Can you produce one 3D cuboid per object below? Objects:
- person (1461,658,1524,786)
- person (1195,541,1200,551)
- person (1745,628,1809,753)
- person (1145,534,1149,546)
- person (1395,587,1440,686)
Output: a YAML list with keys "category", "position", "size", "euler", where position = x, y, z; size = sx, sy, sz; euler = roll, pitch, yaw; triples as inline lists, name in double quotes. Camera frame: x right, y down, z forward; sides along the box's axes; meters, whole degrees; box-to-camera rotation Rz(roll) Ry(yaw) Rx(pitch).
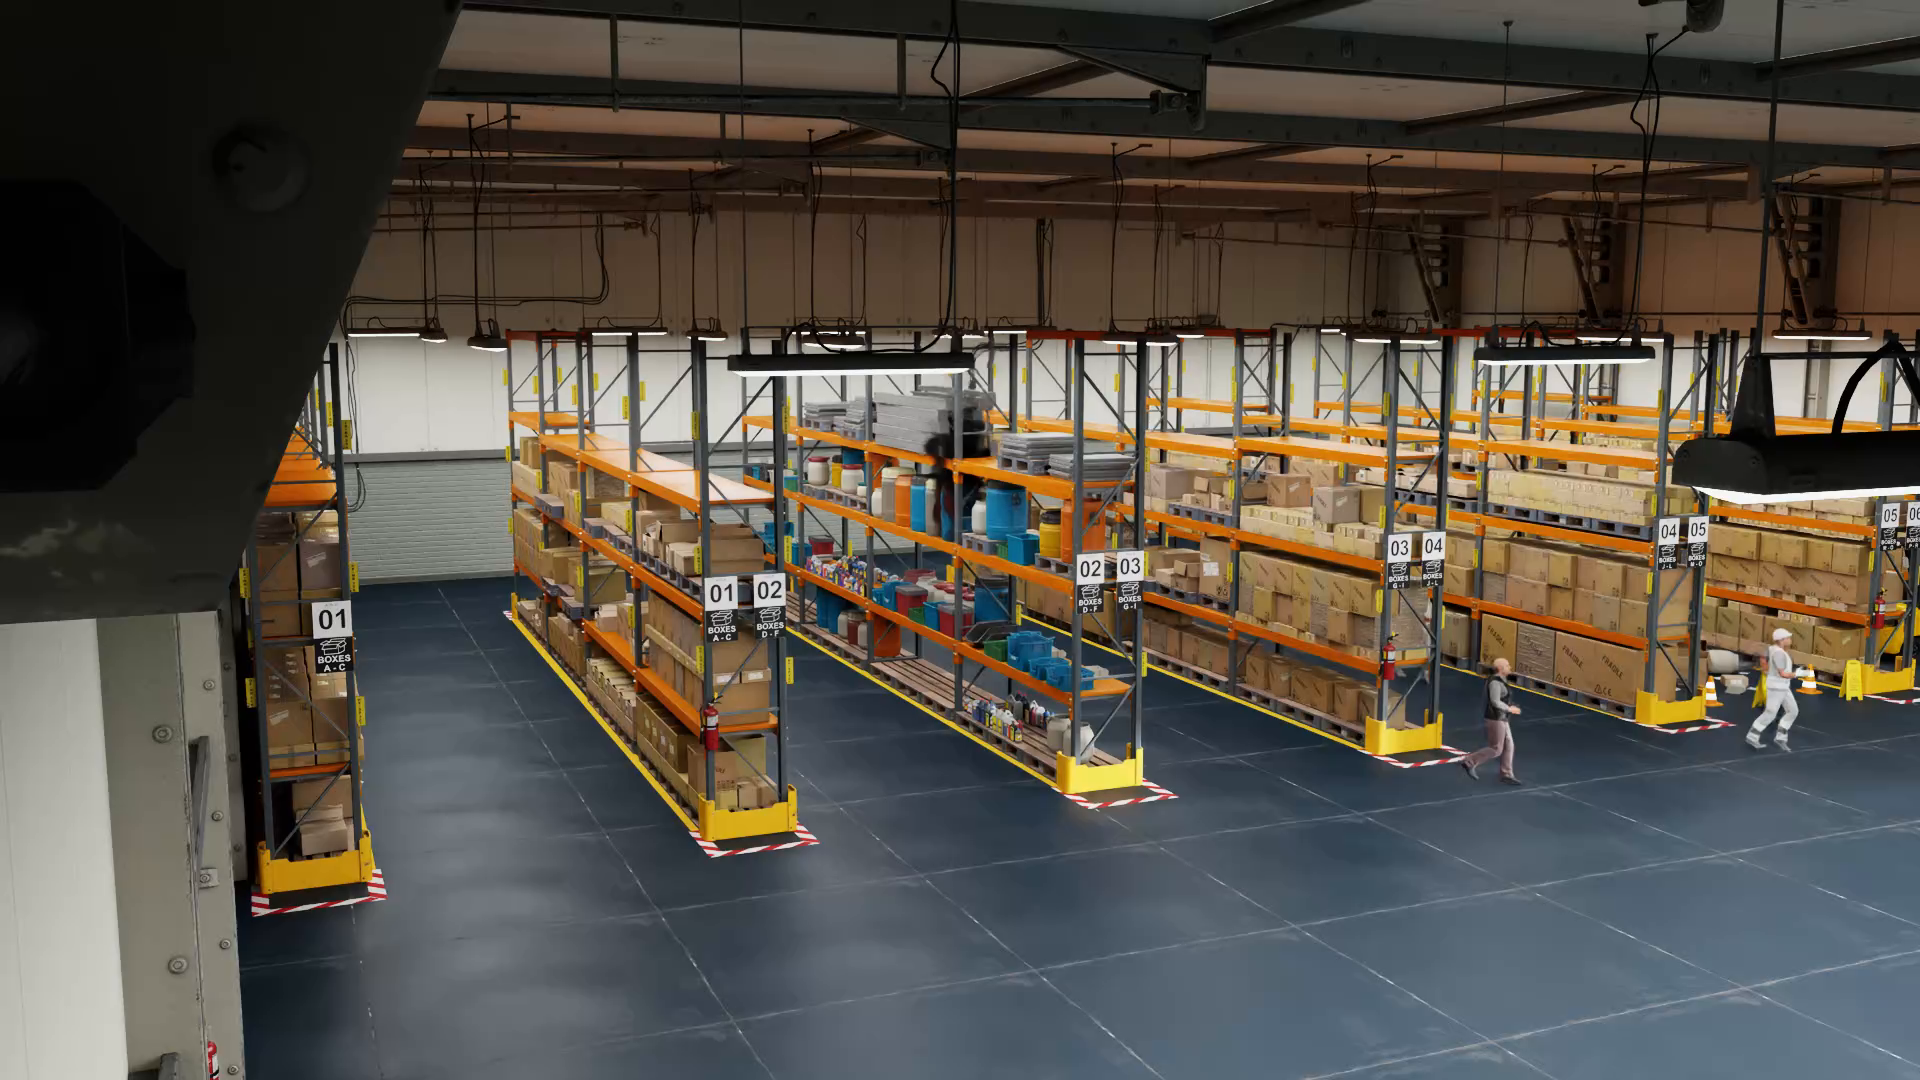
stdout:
- category: "person"
  position: [7.219, 2.443, 22.443]
  size: [0.822, 1.731, 0.683]
  euler: [3, 8, 19]
- category: "person"
  position: [5.998, -0.117, 41.494]
  size: [0.595, 1.686, 0.807]
  euler: [-5, 9, -33]
- category: "person"
  position: [11.819, 2.188, 24.023]
  size: [0.775, 1.851, 0.665]
  euler: [5, 9, 30]
- category: "person"
  position: [4.086, 0.355, 37.989]
  size: [0.574, 1.664, 0.547]
  euler: [-3, 8, -20]
- category: "person"
  position: [7.854, 1.566, 28.593]
  size: [0.640, 1.796, 0.890]
  euler: [-5, 9, -30]
